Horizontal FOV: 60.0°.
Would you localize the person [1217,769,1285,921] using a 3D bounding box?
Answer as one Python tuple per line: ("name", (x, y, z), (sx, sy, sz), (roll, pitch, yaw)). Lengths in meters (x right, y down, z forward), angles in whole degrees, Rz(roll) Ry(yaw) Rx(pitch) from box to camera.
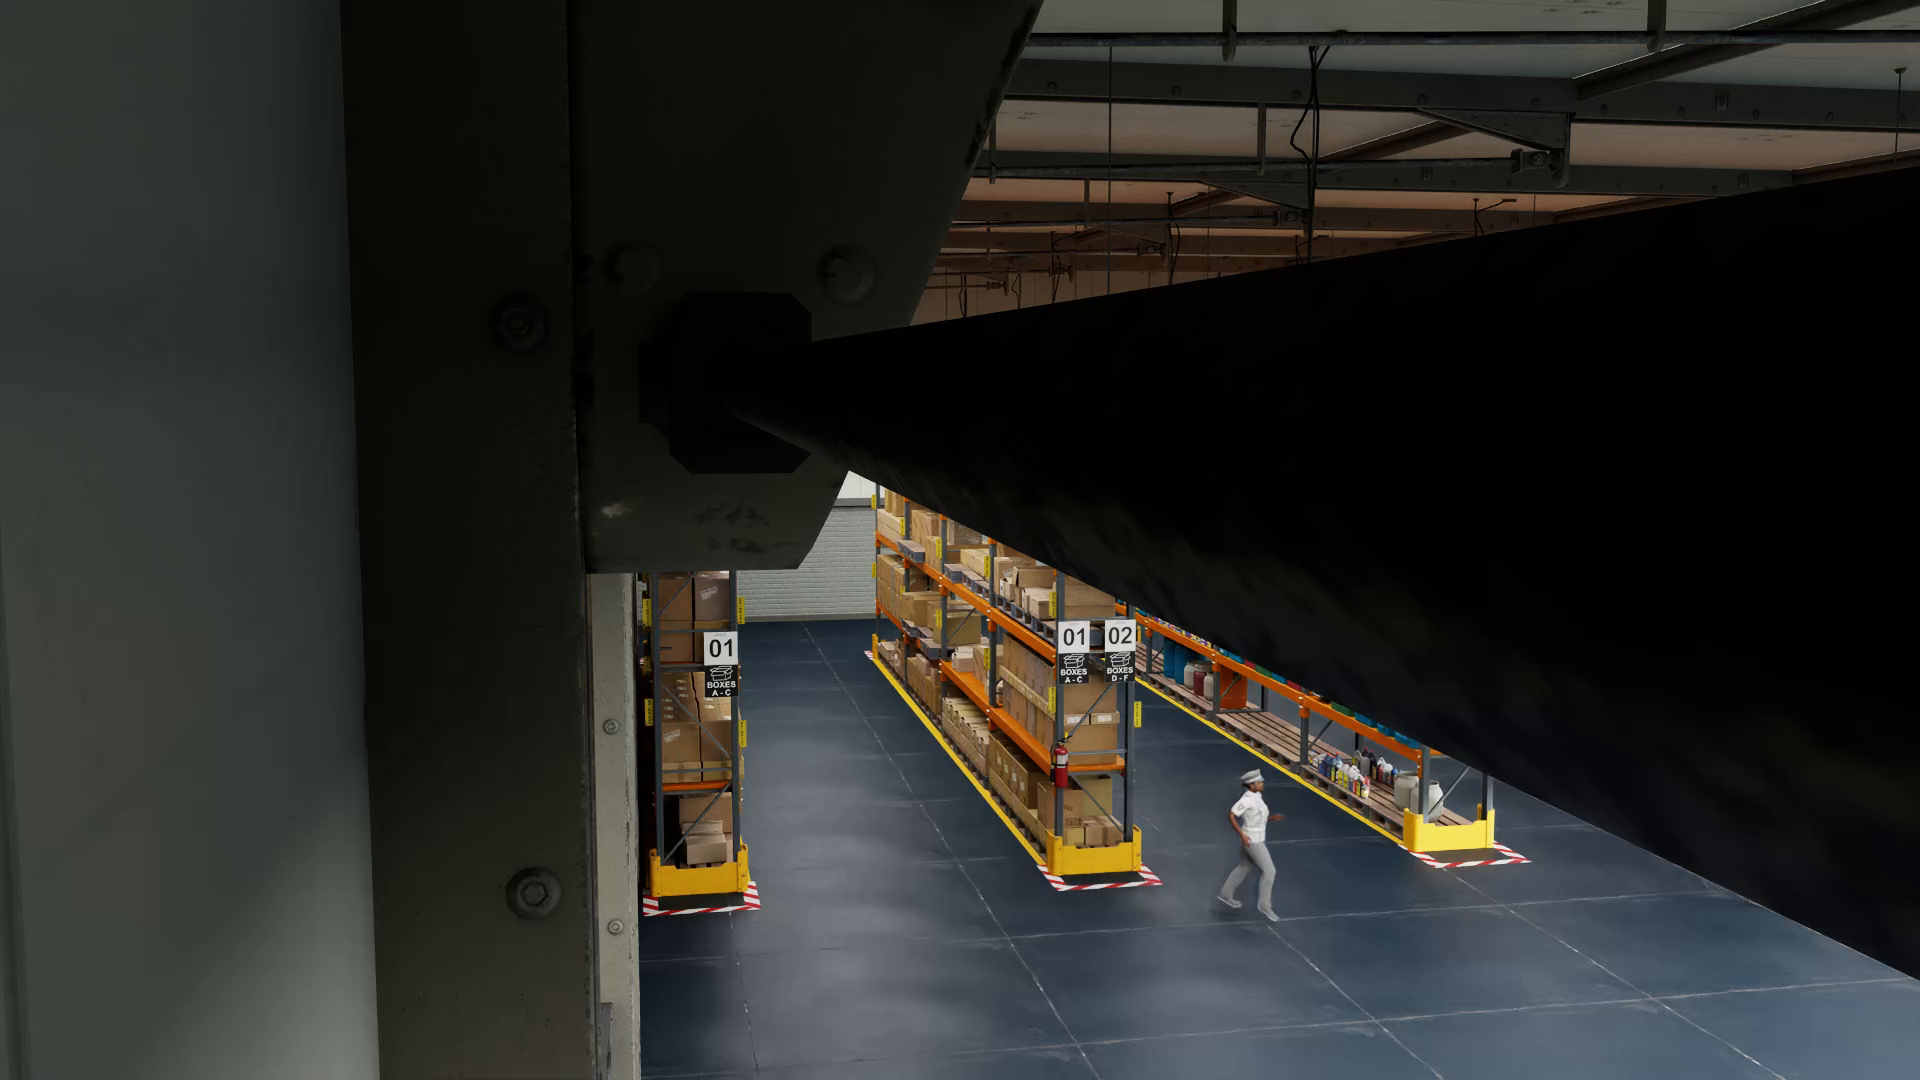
("person", (3.371, 3.515, 19.262), (0.771, 1.757, 0.549), (1, 6, 13))
